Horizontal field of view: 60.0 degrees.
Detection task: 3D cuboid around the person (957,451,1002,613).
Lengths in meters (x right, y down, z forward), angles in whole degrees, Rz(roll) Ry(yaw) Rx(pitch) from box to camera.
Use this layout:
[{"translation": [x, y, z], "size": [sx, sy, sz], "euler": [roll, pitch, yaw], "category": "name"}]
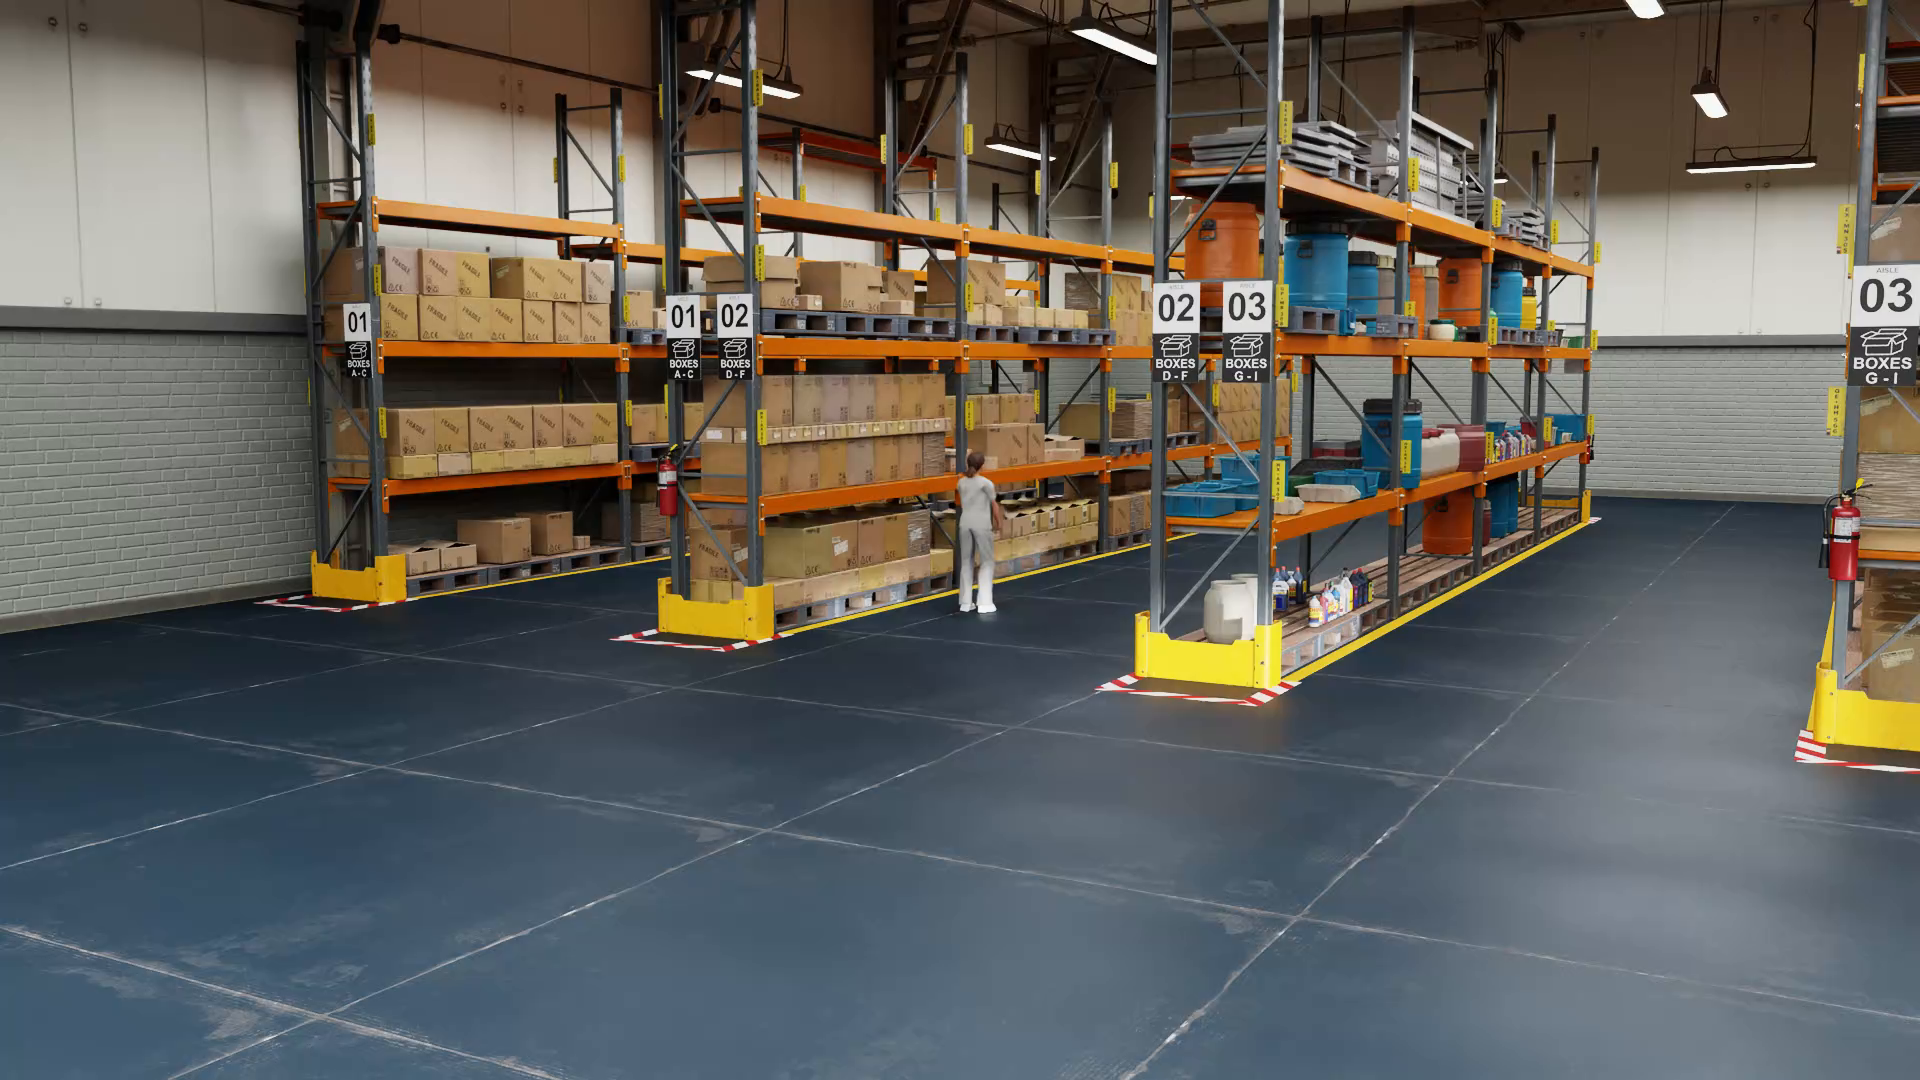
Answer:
[{"translation": [0.201, -0.094, 17.293], "size": [0.411, 1.668, 0.501], "euler": [3, 7, 26], "category": "person"}]
